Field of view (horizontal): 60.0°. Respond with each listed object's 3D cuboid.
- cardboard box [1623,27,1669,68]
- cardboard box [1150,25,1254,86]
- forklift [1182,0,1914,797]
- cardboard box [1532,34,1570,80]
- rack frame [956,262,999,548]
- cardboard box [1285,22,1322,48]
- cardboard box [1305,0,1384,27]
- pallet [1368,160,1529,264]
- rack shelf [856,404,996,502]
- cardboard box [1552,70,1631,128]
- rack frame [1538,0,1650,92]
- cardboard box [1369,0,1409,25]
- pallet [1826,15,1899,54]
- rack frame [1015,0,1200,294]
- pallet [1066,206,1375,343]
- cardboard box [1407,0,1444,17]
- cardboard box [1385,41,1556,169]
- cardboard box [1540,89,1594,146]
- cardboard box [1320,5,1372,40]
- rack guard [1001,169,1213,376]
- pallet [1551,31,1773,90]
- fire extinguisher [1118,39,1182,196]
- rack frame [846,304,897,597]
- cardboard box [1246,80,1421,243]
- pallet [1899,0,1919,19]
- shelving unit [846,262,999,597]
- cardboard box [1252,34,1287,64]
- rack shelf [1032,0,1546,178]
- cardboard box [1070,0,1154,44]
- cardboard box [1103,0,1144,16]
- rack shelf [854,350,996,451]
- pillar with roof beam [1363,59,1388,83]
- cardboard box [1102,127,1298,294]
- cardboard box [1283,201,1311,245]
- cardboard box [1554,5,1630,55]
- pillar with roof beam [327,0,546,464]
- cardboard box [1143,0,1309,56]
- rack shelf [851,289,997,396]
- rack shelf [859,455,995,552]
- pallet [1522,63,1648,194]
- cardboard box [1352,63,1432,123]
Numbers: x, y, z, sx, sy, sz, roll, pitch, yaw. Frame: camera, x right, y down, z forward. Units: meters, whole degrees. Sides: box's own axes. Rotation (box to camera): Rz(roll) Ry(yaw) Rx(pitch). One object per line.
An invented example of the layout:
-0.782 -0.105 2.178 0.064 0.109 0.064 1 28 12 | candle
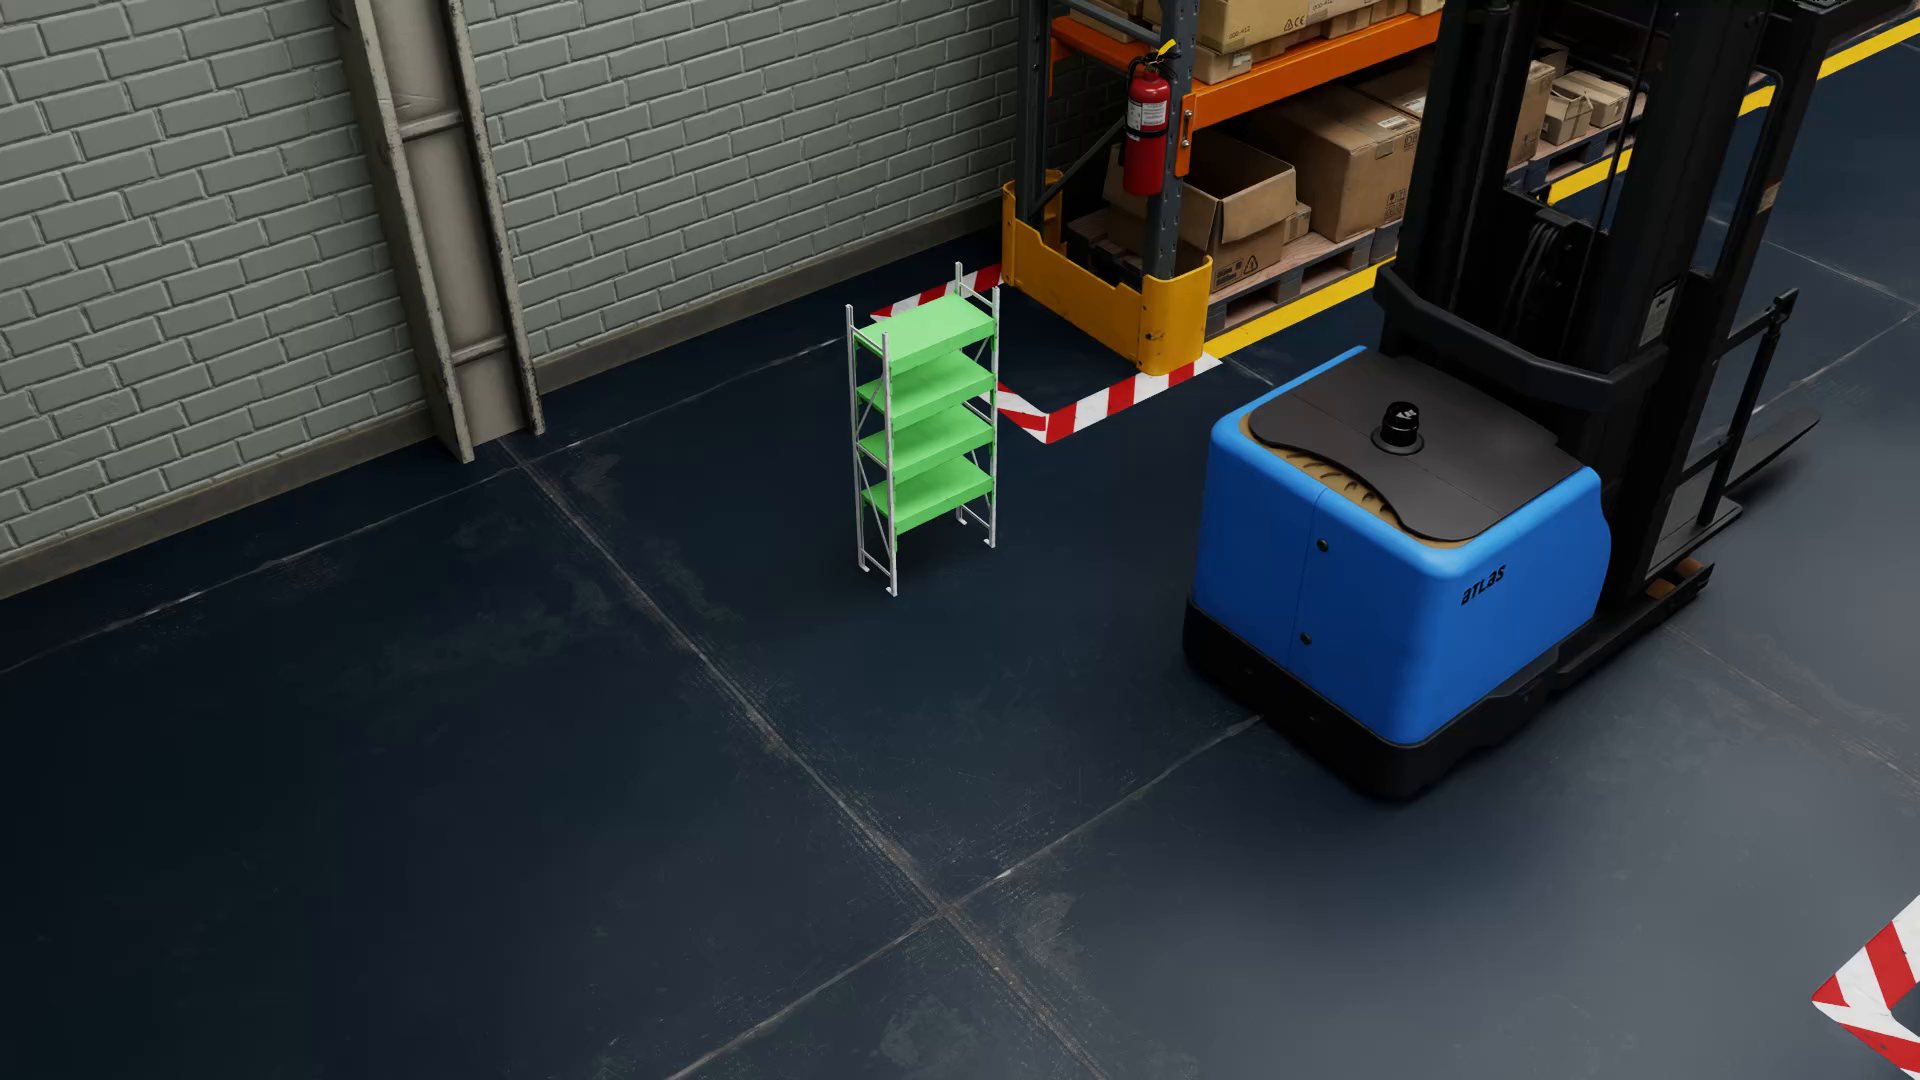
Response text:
4.306 -3.044 9.736 0.500 0.500 0.500 -24 45 -26 | cardboard box
1.041 -2.121 7.168 0.250 0.149 0.380 -26 46 -28 | cardboard box
2.281 -1.053 5.723 3.031 2.935 1.130 -28 47 -30 | forklift
3.117 -2.761 9.539 0.500 0.311 0.500 -24 45 -27 | cardboard box
0.062 -0.494 6.406 0.015 1.200 0.240 -26 46 -28 | rack frame
1.402 -2.361 7.461 0.250 0.149 0.380 -27 46 -29 | cardboard box
1.537 -2.520 7.341 0.500 0.250 0.500 -25 46 -28 | cardboard box
2.272 -1.957 8.970 1.213 0.211 1.003 -26 46 -28 | pallet
-0.131 -0.350 6.332 0.480 0.148 0.258 -26 46 -28 | rack shelf
3.522 -2.472 9.315 0.250 0.149 0.380 -27 47 -29 | cardboard box
3.785 -3.775 8.986 0.127 3.000 1.000 -26 46 -28 | rack frame
1.847 -2.534 7.671 0.250 0.149 0.380 -25 46 -27 | cardboard box
5.375 -3.504 10.855 1.213 0.211 1.003 -26 46 -28 | pallet
0.614 -2.229 7.102 0.127 3.000 1.000 -26 46 -28 | rack frame
1.305 -1.488 8.398 1.213 0.211 1.003 -26 46 -28 | pallet
2.093 -2.593 7.744 0.250 0.149 0.380 -27 47 -29 | cardboard box
2.681 -2.325 8.859 0.500 0.500 0.700 -28 47 -30 | cardboard box
3.239 -2.379 9.109 0.258 0.266 0.396 -24 45 -27 | cardboard box
1.640 -2.428 7.543 0.250 0.149 0.380 -25 45 -27 | cardboard box
0.674 -1.292 7.930 0.348 0.500 1.175 -26 46 -28 | rack guard
4.407 -3.030 10.277 1.213 0.211 1.003 -26 46 -28 | pallet
0.779 -1.765 6.892 0.183 0.674 0.296 -26 46 -28 | fire extinguisher
-0.325 -0.306 6.176 0.015 1.200 0.240 -26 46 -28 | rack frame
1.858 -1.924 8.370 0.500 0.500 0.700 -24 45 -26 | cardboard box
6.342 -3.973 11.426 1.213 0.211 1.003 -26 46 -28 | pallet
-0.131 -0.400 6.291 0.503 1.200 0.258 -26 46 -28 | shelving unit
1.215 -2.242 7.316 0.250 0.149 0.380 -25 45 -27 | cardboard box
2.199 -2.723 8.272 4.000 0.370 1.077 -26 46 -28 | rack shelf
0.713 -2.395 7.502 0.250 0.149 0.380 -27 46 -29 | cardboard box
0.817 -2.597 7.434 0.500 0.250 0.500 -25 45 -27 | cardboard box
-0.131 -0.536 6.180 0.480 0.148 0.258 -26 46 -28 | rack shelf
5.307 -4.113 4.669 0.400 9.000 9.100 -26 46 -28 | pillar with roof beam
1.156 -1.615 7.990 0.637 0.503 0.797 -28 47 -30 | cardboard box
1.517 -1.622 8.279 0.250 0.149 0.380 -28 47 -30 | cardboard box
3.994 -3.309 10.058 0.500 0.500 0.500 -26 46 -28 | cardboard box
0.550 -1.794 1.842 0.400 9.000 9.100 -26 46 -28 | pillar with roof beam
1.138 -2.326 7.103 0.500 0.250 0.500 -26 46 -28 | cardboard box
-0.131 -0.722 6.028 0.480 0.148 0.258 -26 46 -28 | rack shelf
-0.131 -0.165 6.484 0.480 0.148 0.258 -26 46 -28 | rack shelf
3.240 -2.431 9.548 1.213 0.211 1.003 -26 46 -28 | pallet
2.338 -2.078 8.558 0.500 0.500 0.500 -25 46 -27 | cardboard box
